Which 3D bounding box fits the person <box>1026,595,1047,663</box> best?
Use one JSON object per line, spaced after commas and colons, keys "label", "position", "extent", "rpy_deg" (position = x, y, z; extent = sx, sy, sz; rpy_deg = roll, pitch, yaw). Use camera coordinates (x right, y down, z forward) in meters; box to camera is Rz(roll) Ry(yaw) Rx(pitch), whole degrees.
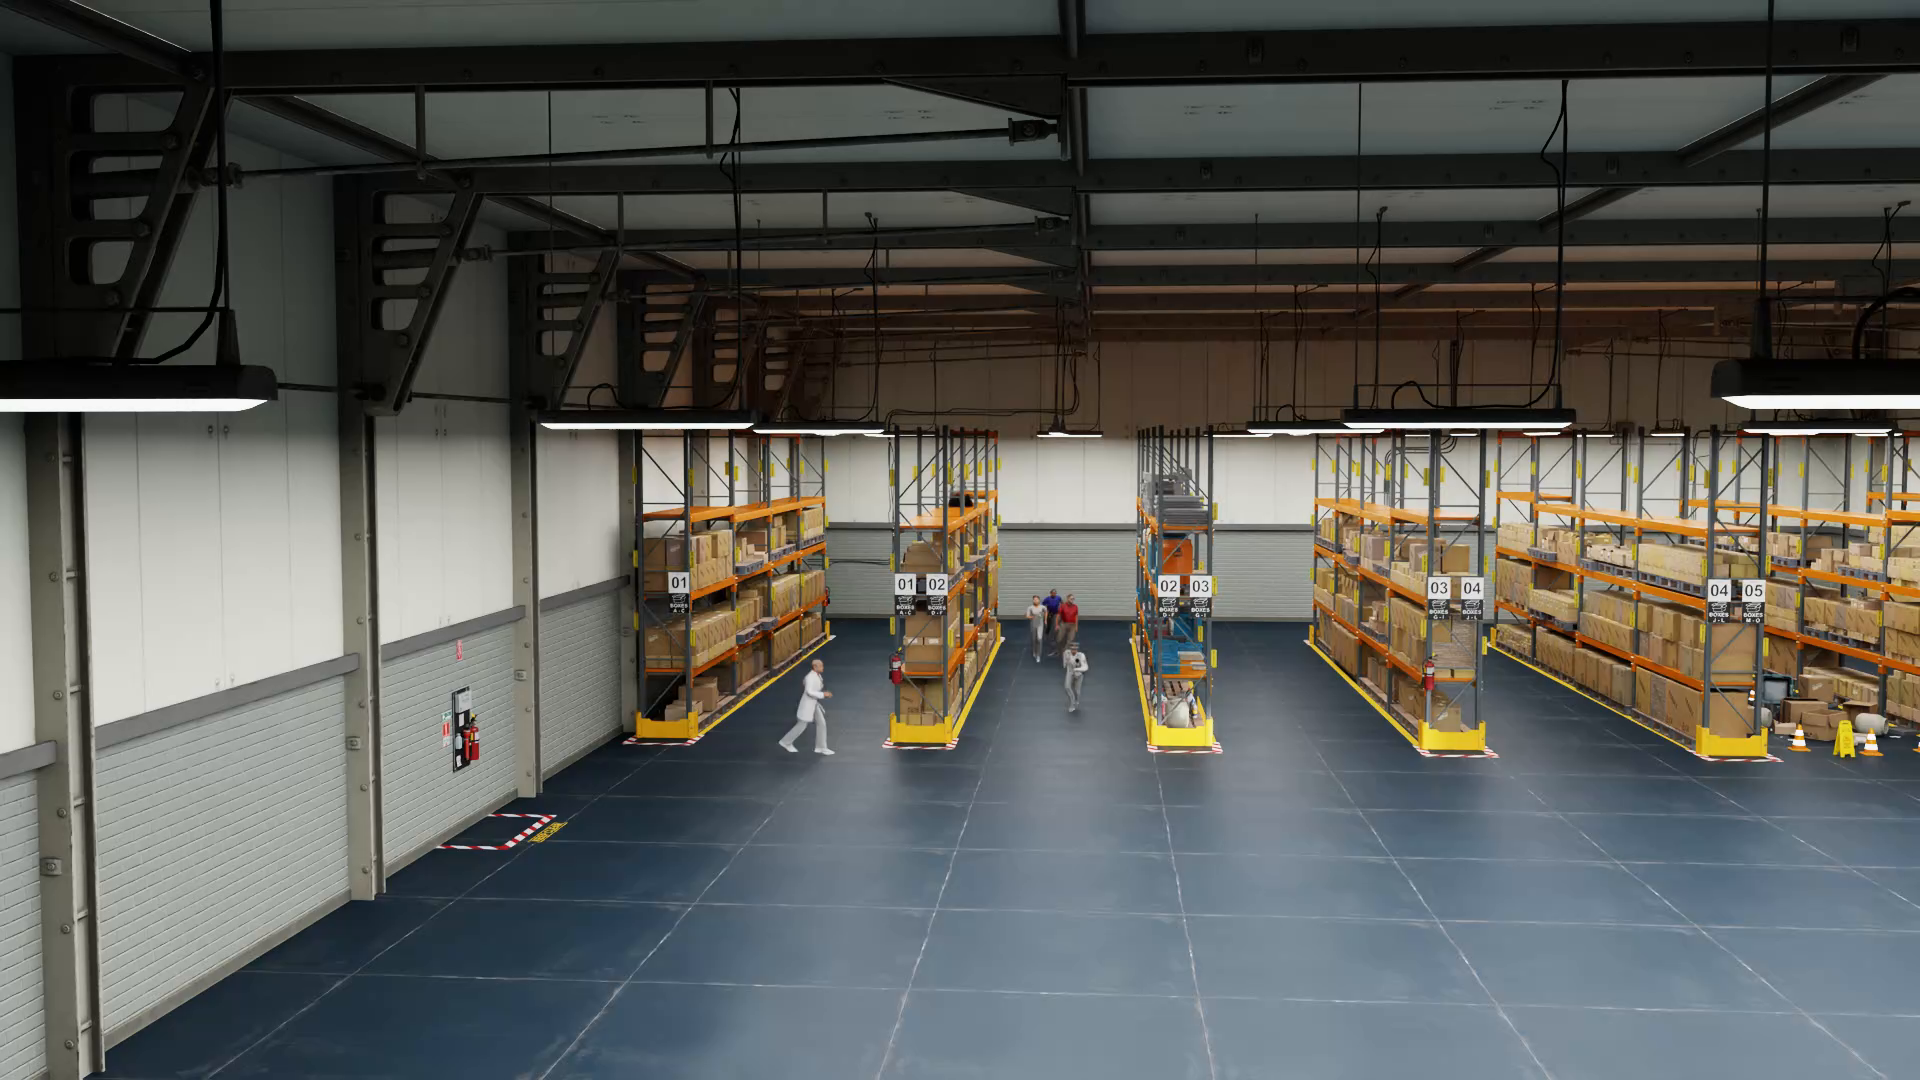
{"label": "person", "position": [1.993, 2.282, 43.204], "extent": [0.541, 1.718, 0.853], "rpy_deg": [0, 3, 5]}

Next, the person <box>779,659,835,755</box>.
{"label": "person", "position": [-2.782, 3.031, 30.190], "extent": [1.041, 1.756, 0.696], "rpy_deg": [1, 4, 16]}

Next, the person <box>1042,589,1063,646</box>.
{"label": "person", "position": [2.566, 2.148, 46.699], "extent": [0.600, 1.619, 0.959], "rpy_deg": [-1, 3, -11]}

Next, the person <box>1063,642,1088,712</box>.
{"label": "person", "position": [2.442, 2.855, 35.116], "extent": [0.619, 1.478, 1.048], "rpy_deg": [1, 4, 16]}

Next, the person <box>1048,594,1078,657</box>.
{"label": "person", "position": [2.715, 2.261, 43.508], "extent": [0.760, 1.703, 0.562], "rpy_deg": [-1, 4, -15]}
